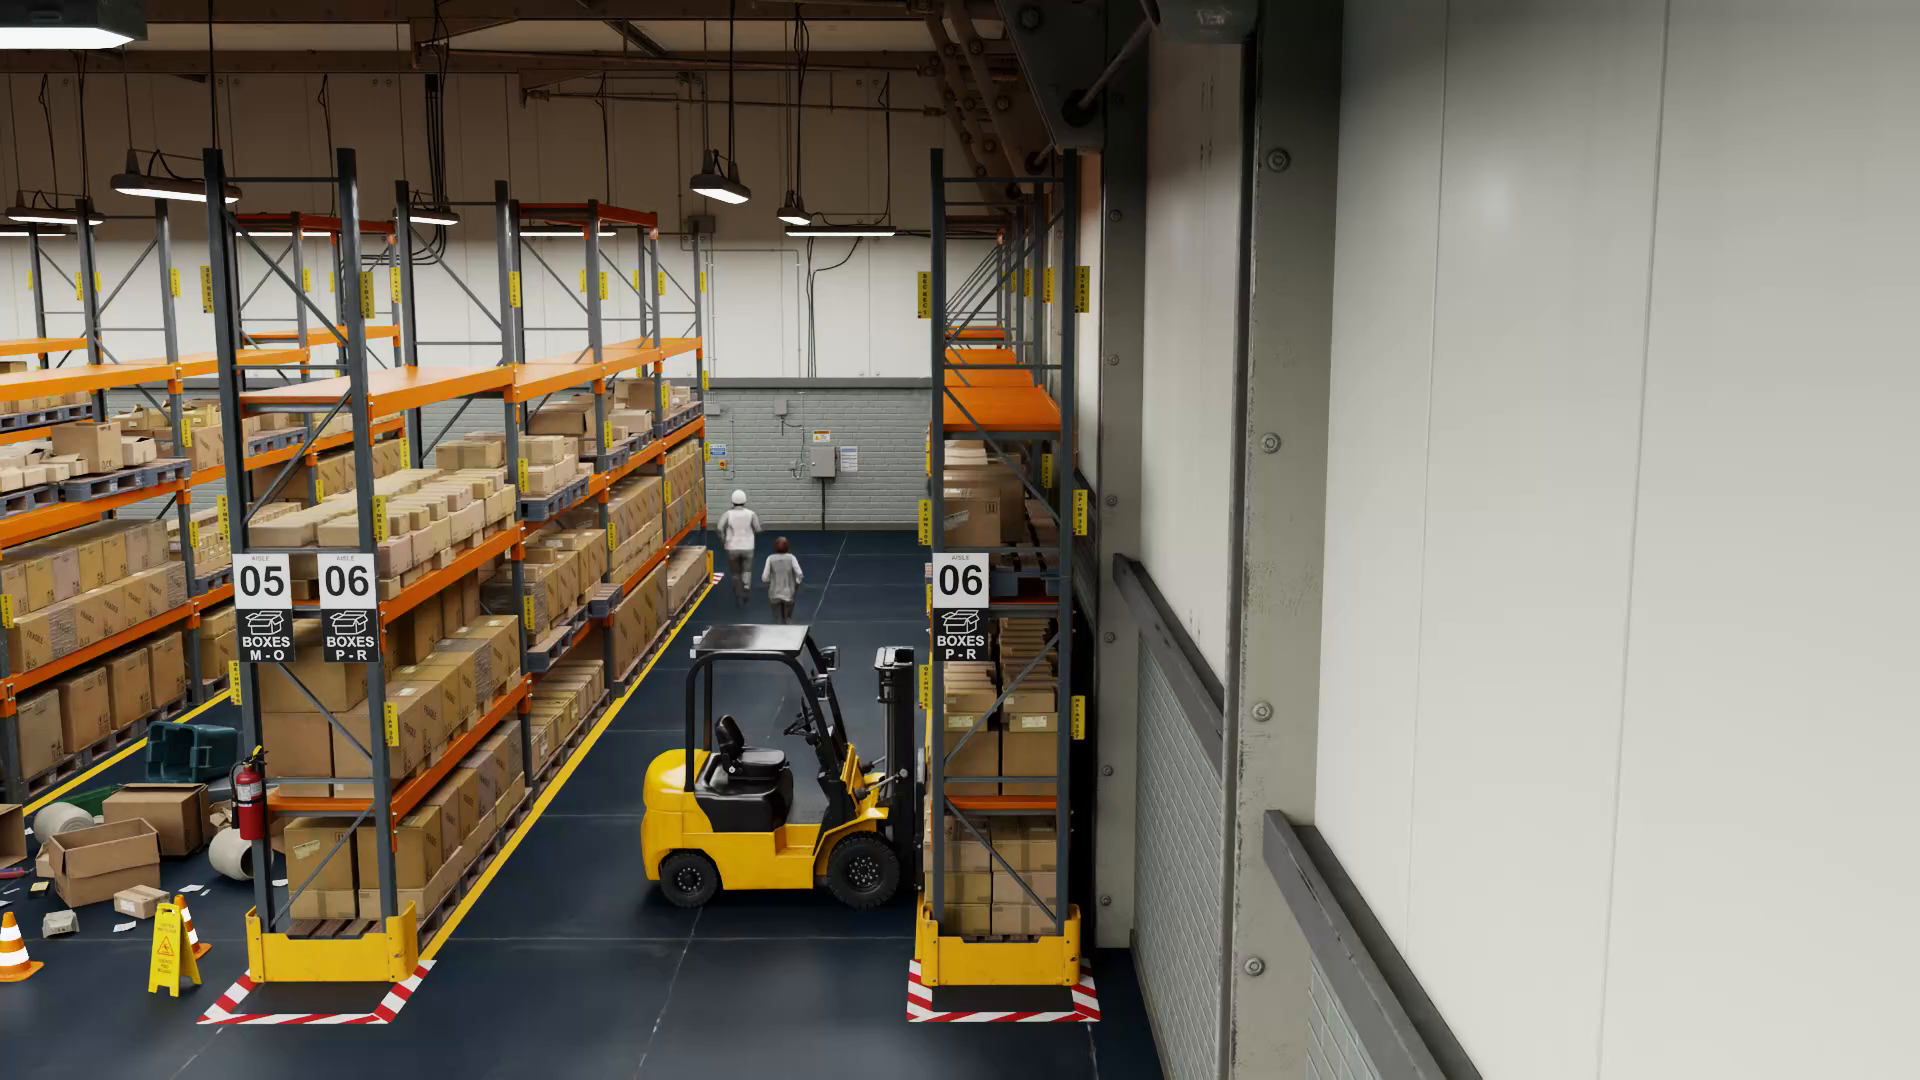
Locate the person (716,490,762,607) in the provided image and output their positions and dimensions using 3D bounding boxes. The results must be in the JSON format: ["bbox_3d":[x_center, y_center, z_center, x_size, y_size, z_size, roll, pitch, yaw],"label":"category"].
[{"bbox_3d":[-3.221,0.159,24.285,0.671,1.790,0.798,-1,9,-9],"label":"person"}]

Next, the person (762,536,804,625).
[{"bbox_3d":[-2.271,0.732,21.259,0.520,1.549,0.541,-2,9,-10],"label":"person"}]
